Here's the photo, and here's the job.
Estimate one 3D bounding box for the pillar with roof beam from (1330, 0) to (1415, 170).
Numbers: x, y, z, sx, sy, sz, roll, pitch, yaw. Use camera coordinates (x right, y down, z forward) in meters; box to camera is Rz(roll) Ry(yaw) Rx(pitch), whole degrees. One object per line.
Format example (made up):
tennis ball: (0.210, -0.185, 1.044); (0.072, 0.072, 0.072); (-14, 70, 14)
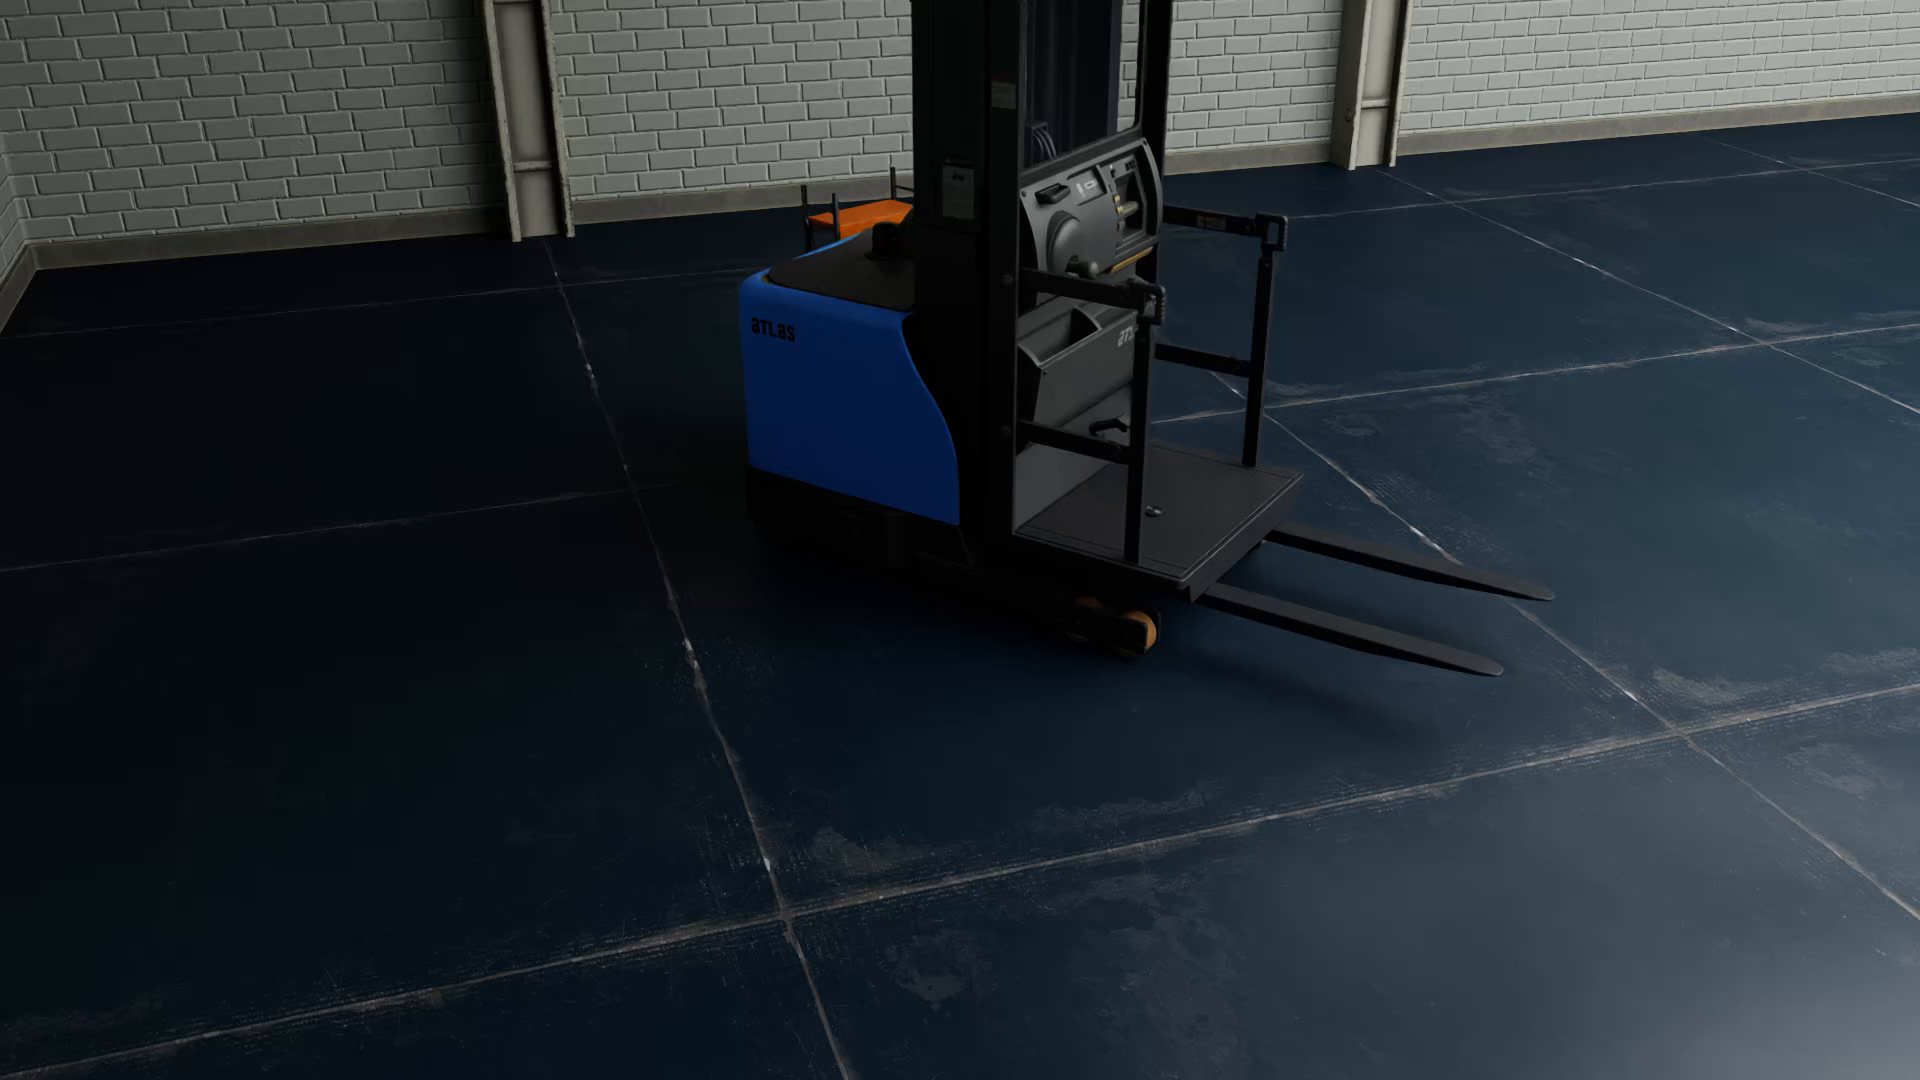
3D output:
pillar with roof beam: (4.331, -5.024, 6.750); (0.400, 9.000, 9.100); (-8, 28, -16)

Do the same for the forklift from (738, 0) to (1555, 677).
forklift: (0.649, -1.166, 5.802); (3.031, 2.935, 1.130); (16, 31, 29)

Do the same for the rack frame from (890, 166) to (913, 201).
rack frame: (-0.212, -1.081, 7.566); (0.015, 1.200, 0.240); (-21, 31, -36)

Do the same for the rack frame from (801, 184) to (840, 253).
rack frame: (-0.580, -0.939, 7.279); (0.015, 1.200, 0.240); (-21, 31, -36)

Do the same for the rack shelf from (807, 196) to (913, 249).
rack shelf: (-0.406, -1.367, 7.259); (0.480, 0.148, 0.258); (-21, 31, -36)

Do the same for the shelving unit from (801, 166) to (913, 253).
shelving unit: (-0.396, -1.010, 7.422); (0.503, 1.200, 0.258); (-21, 31, -36)

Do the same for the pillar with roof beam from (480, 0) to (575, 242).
pillar with roof beam: (-1.374, -4.198, 5.086); (0.400, 9.000, 9.100); (-8, 28, -16)
